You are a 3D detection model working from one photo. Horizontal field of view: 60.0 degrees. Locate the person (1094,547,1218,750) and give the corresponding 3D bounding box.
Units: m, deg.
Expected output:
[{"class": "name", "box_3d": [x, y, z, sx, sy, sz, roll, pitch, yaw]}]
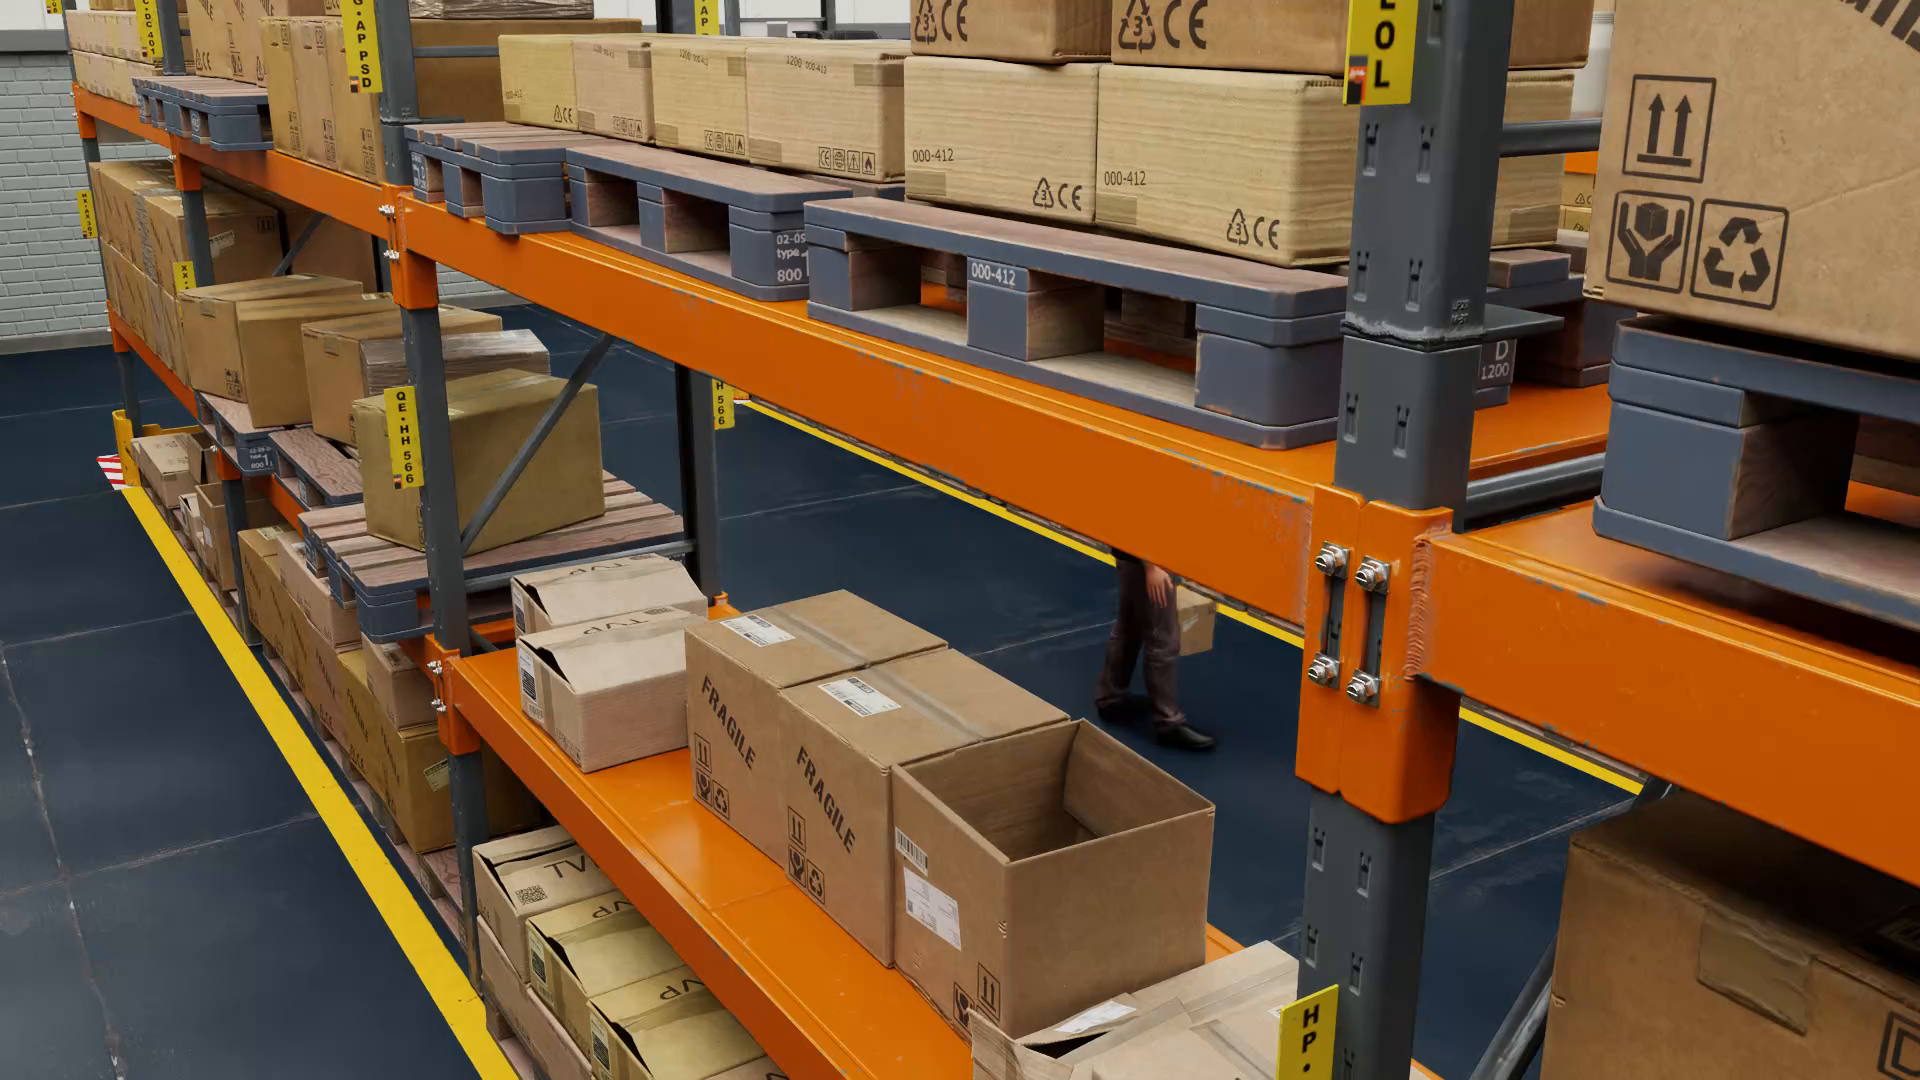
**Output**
[{"class": "person", "box_3d": [0.942, 0.102, 7.764, 0.624, 1.721, 0.649, 4, 18, 12]}]
